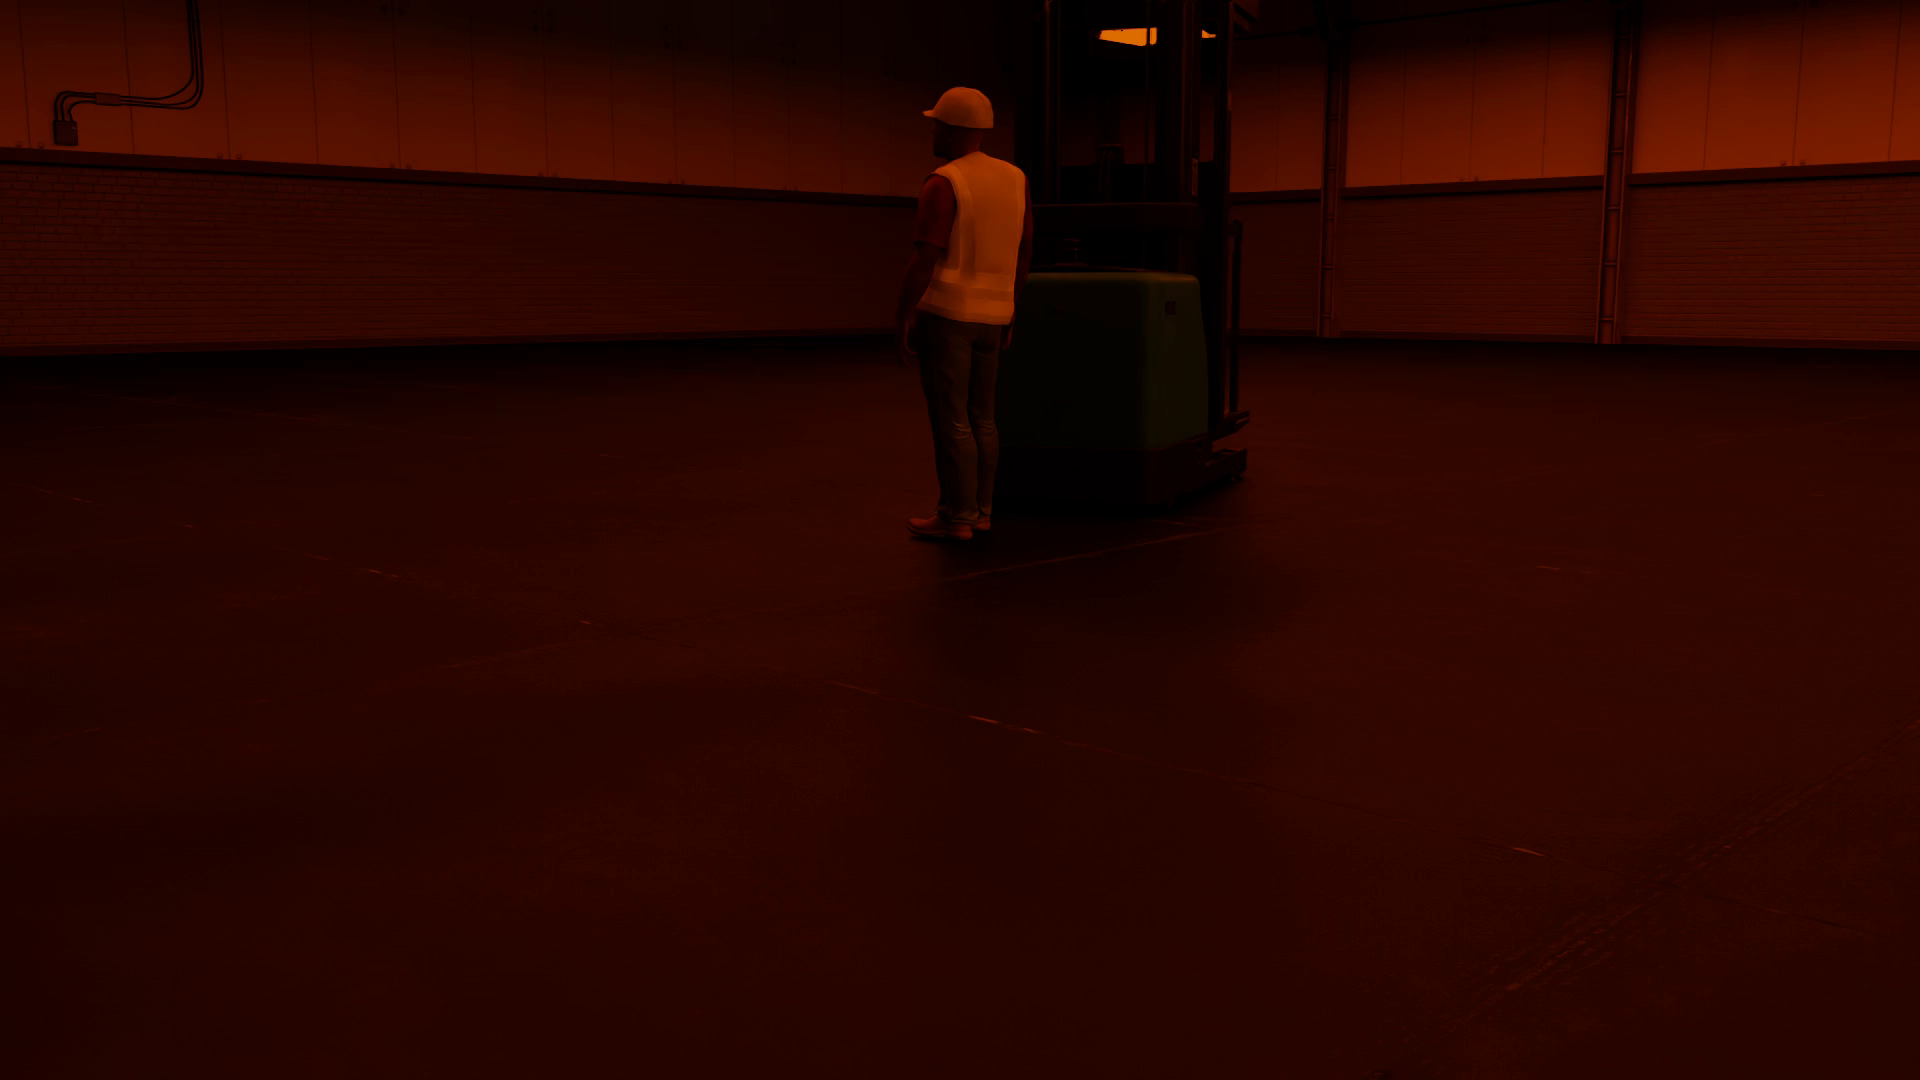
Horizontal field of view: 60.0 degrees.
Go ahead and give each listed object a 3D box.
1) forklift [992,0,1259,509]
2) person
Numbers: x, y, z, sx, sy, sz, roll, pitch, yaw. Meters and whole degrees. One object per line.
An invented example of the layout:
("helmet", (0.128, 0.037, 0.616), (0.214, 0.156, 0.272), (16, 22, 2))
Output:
("forklift", (0.900, -1.767, 8.611), (1.130, 2.935, 3.031), (3, 9, 20))
("person", (-0.046, -0.888, 6.636), (0.577, 1.765, 0.666), (8, 12, 43))
